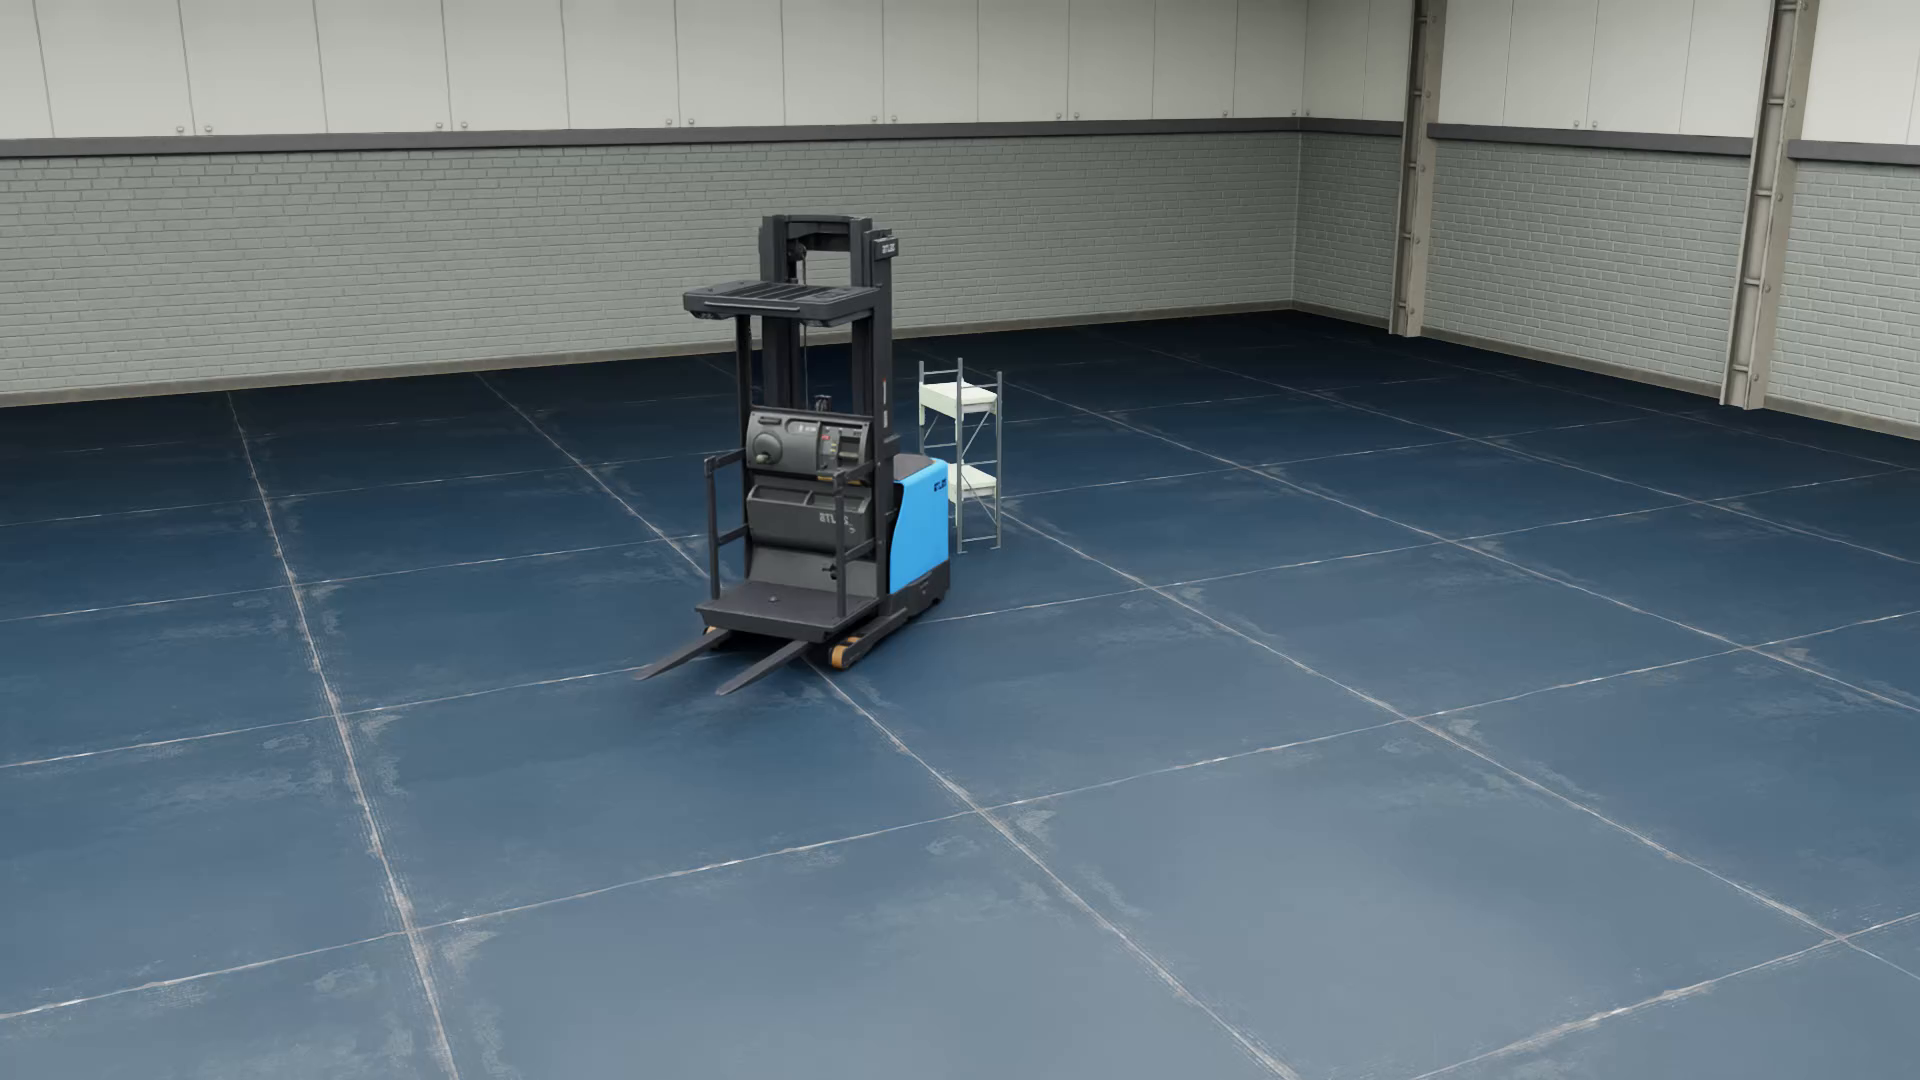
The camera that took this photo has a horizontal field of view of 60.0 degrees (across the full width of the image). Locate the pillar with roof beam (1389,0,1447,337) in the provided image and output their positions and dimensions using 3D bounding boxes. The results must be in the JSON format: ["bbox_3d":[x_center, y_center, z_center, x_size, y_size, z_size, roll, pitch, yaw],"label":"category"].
[{"bbox_3d":[2.824,-6.894,21.958,9.100,9.000,0.400,-8,18,-25],"label":"pillar with roof beam"}]

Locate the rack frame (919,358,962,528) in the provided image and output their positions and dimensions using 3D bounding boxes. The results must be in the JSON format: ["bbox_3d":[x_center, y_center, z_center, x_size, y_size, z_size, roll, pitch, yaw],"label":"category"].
[{"bbox_3d":[-0.163,-0.813,14.366,0.400,1.500,0.023,-8,18,-25],"label":"rack frame"}]

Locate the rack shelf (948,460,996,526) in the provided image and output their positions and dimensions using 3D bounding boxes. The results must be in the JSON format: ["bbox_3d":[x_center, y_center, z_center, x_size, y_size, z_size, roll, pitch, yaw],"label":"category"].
[{"bbox_3d":[-0.003,-0.409,14.139,0.431,0.370,0.720,-8,18,-25],"label":"rack shelf"}]

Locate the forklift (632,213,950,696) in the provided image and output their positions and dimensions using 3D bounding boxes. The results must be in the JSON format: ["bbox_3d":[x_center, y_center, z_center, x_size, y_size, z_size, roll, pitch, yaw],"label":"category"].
[{"bbox_3d":[-1.136,-0.669,11.267,1.130,2.935,3.031,7,17,23],"label":"forklift"}]

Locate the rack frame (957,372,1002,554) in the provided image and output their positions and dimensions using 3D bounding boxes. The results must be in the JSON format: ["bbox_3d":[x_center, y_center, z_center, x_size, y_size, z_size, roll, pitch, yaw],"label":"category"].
[{"bbox_3d":[0.157,-0.632,13.733,0.400,1.500,0.023,-8,18,-25],"label":"rack frame"}]

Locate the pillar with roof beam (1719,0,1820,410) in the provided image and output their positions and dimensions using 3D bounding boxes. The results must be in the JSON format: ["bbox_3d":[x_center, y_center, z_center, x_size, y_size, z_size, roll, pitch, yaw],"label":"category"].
[{"bbox_3d":[5.453,-5.406,16.774,9.100,9.000,0.400,-8,18,-25],"label":"pillar with roof beam"}]

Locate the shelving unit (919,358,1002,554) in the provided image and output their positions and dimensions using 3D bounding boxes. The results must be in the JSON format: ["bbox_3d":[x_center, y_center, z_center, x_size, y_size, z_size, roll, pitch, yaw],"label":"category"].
[{"bbox_3d":[-0.003,-0.723,14.050,0.431,1.500,0.755,-8,18,-25],"label":"shelving unit"}]

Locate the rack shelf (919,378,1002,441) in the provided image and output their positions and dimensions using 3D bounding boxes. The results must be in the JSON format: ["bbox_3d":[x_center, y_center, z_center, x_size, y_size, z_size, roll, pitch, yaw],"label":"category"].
[{"bbox_3d":[-0.003,-1.098,13.942,0.431,0.370,0.720,-8,18,-25],"label":"rack shelf"}]
